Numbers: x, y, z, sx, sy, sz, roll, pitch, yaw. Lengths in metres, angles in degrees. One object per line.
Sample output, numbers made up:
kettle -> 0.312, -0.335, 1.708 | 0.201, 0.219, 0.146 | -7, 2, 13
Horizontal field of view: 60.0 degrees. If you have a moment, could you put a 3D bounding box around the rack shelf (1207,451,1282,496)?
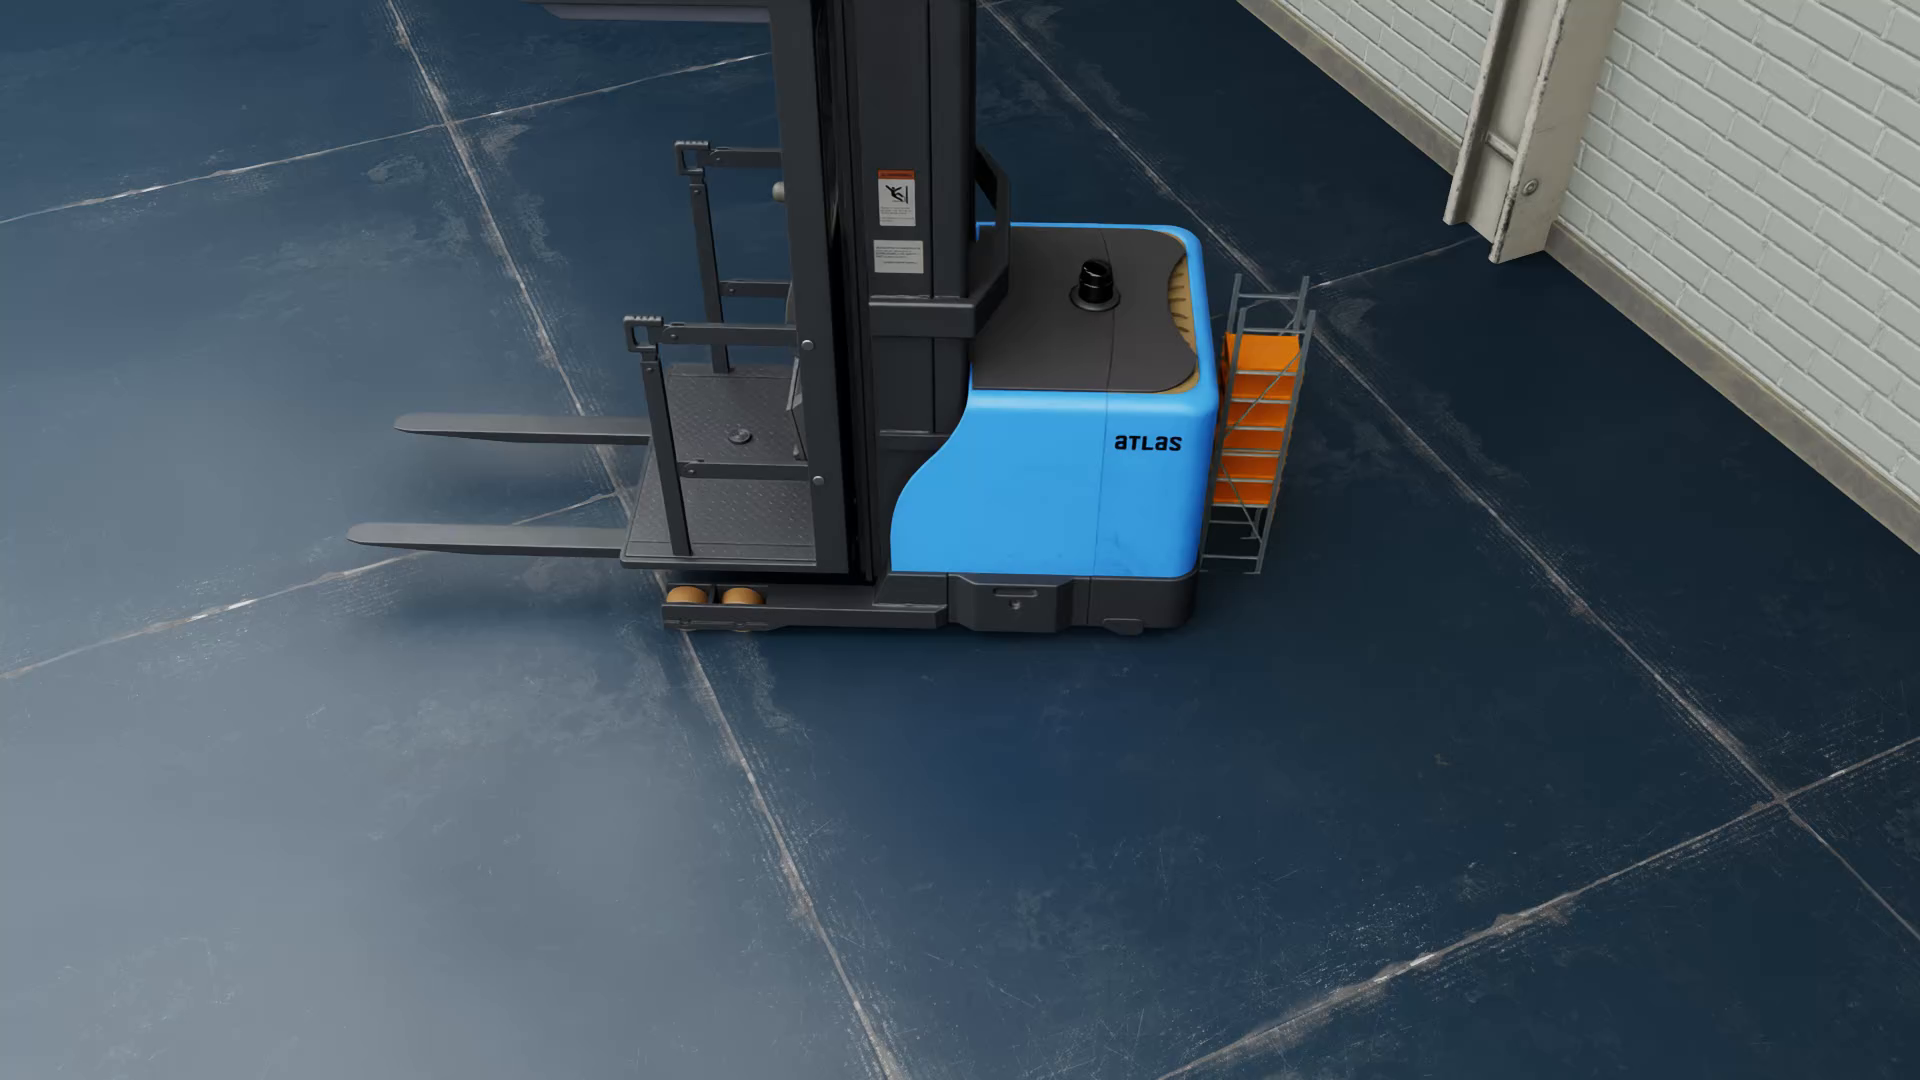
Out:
rack shelf -> 0.998, -0.254, 5.882 | 0.258, 0.103, 0.180 | 2, 45, 1

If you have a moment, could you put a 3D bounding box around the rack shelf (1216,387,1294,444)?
rack shelf -> 1.003, -0.424, 5.714 | 0.258, 0.103, 0.180 | 2, 45, 1

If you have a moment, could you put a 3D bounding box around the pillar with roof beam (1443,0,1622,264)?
pillar with roof beam -> -1.431, -3.350, 3.238 | 9.100, 9.000, 0.400 | -18, 47, -17

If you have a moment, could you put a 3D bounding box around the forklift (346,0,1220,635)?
forklift -> -0.669, -1.086, 5.264 | 3.031, 2.935, 1.130 | 1, 45, 1

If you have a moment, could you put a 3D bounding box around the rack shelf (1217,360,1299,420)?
rack shelf -> 1.005, -0.510, 5.629 | 0.258, 0.103, 0.180 | 2, 45, 1

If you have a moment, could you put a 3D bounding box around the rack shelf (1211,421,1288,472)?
rack shelf -> 1.000, -0.339, 5.798 | 0.258, 0.103, 0.180 | 2, 45, 1

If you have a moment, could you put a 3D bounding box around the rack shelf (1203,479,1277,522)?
rack shelf -> 0.995, -0.168, 5.967 | 0.258, 0.103, 0.180 | 2, 45, 1

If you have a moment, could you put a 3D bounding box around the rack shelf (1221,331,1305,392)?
rack shelf -> 1.008, -0.595, 5.545 | 0.258, 0.103, 0.180 | 2, 45, 1

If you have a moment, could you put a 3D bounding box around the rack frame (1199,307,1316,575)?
rack frame -> 0.998, -0.306, 5.702 | 0.240, 1.200, 0.006 | 2, 45, 1

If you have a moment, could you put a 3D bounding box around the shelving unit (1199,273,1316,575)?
shelving unit -> 1.001, -0.370, 5.767 | 0.258, 1.200, 0.189 | 2, 45, 1

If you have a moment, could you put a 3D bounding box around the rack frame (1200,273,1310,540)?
rack frame -> 1.005, -0.435, 5.832 | 0.240, 1.200, 0.006 | 2, 45, 1
